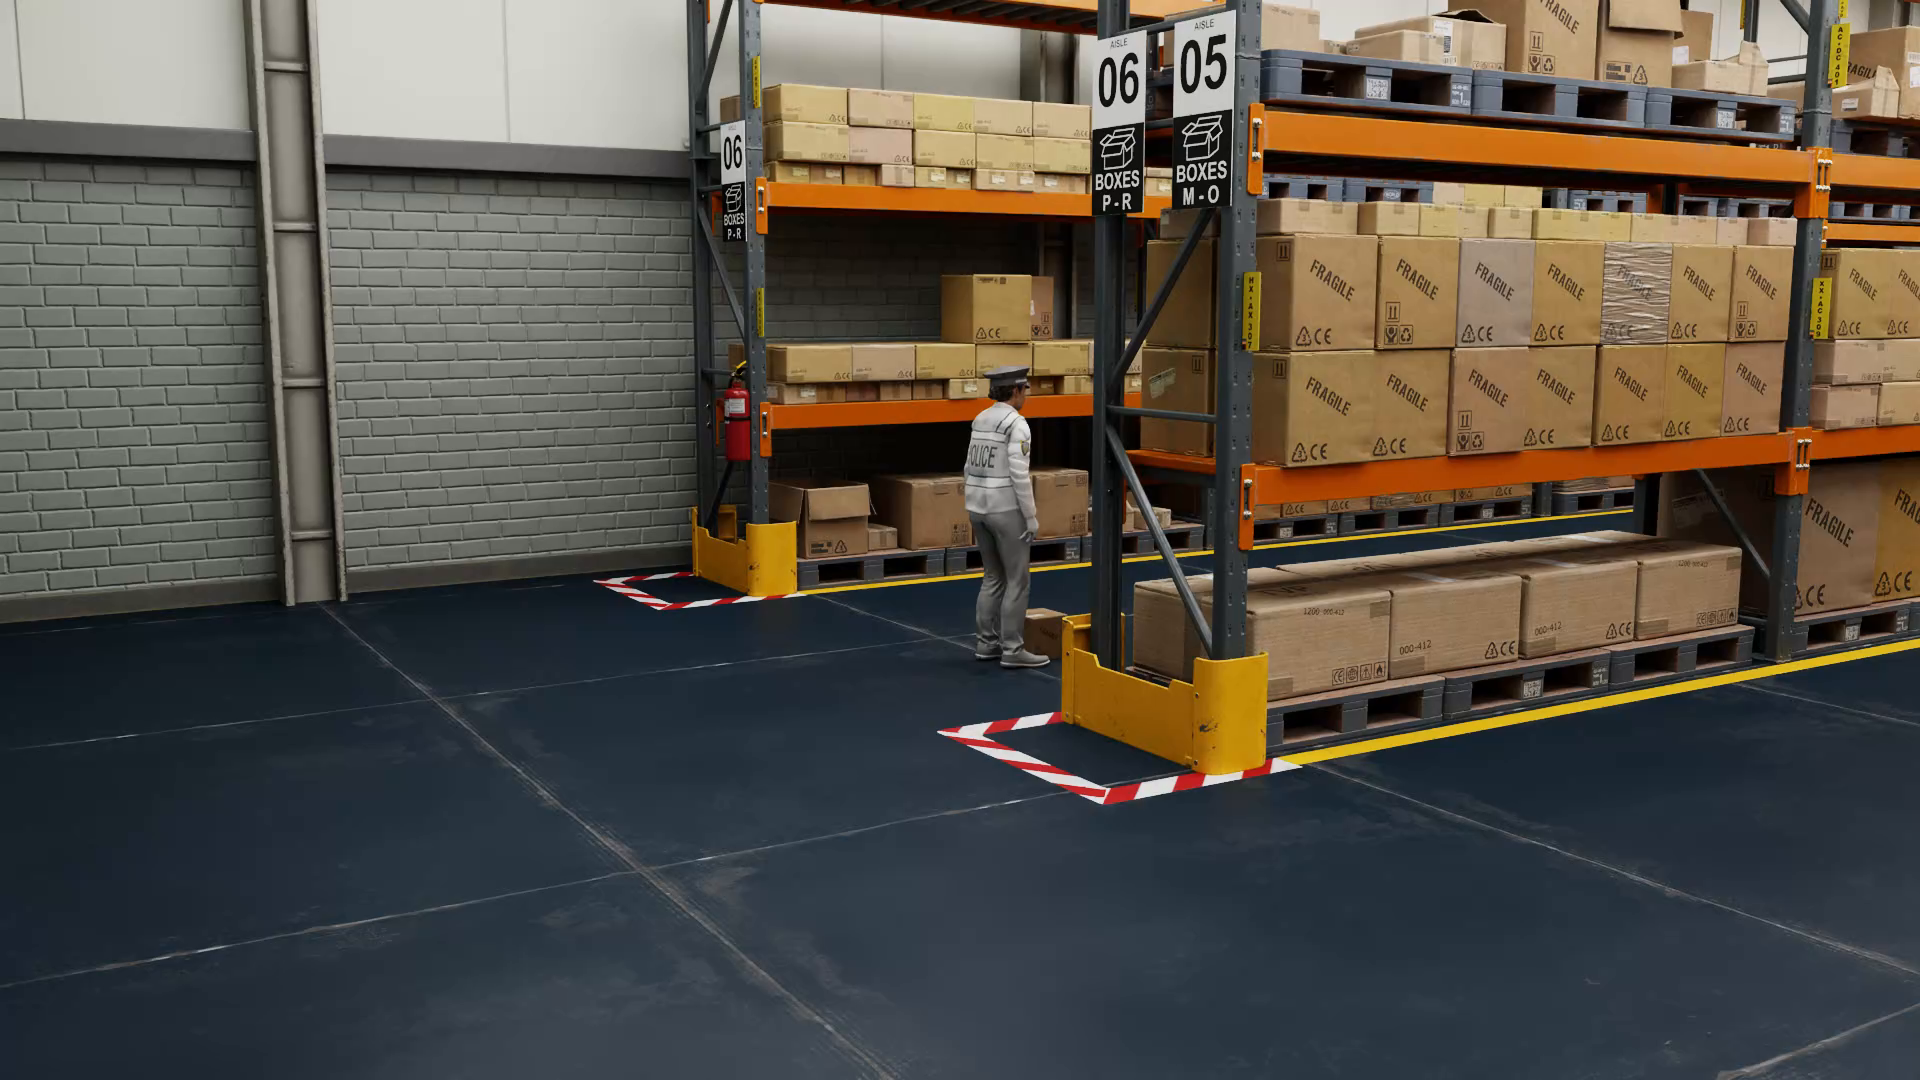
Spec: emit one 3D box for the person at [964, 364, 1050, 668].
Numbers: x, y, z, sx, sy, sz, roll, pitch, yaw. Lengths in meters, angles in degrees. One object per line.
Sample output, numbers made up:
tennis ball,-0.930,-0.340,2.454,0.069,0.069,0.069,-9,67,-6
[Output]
person,0.236,-0.140,9.275,0.374,1.665,0.546,-6,10,-34
